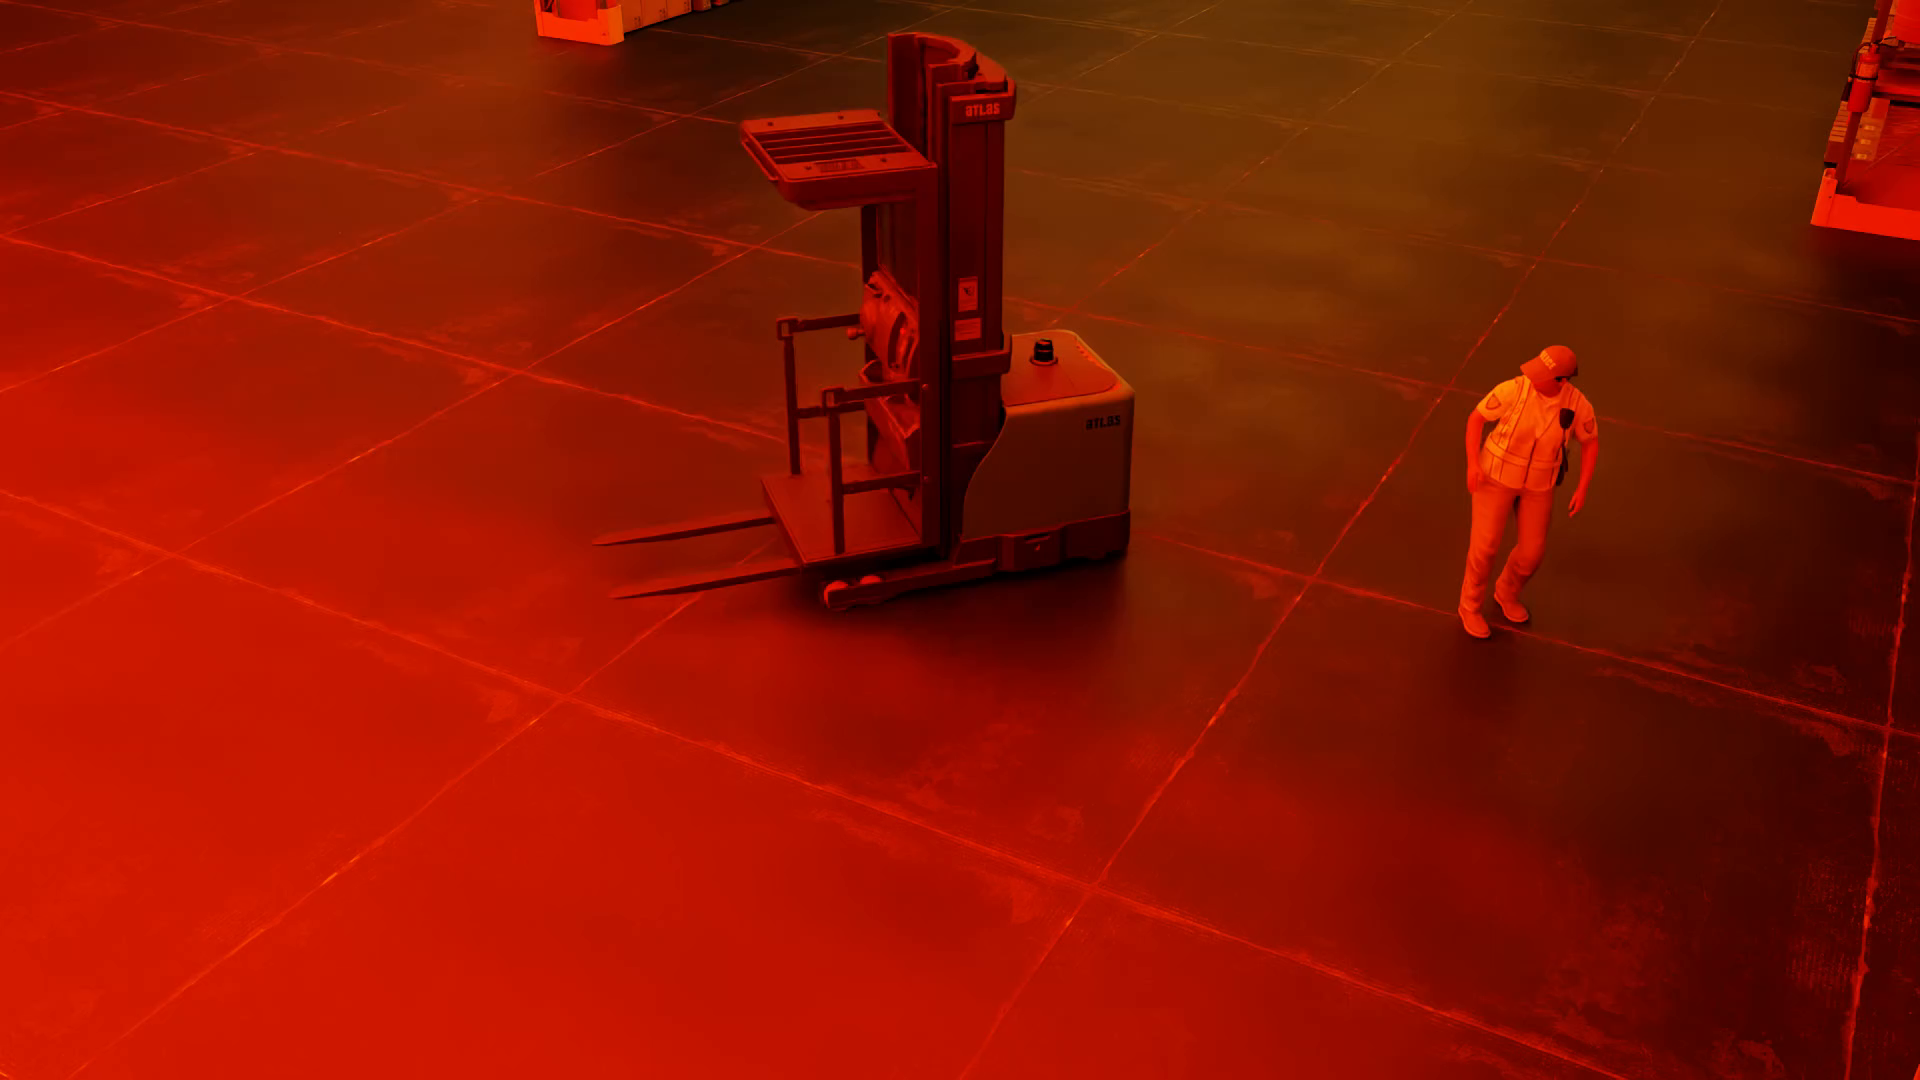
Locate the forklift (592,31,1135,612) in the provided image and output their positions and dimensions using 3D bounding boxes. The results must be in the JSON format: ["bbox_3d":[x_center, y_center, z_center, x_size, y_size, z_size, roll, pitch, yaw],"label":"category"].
[{"bbox_3d":[-0.576,-1.167,9.092,3.031,2.935,1.130,-10,31,-16],"label":"forklift"}]

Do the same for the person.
[{"bbox_3d":[3.027,-0.280,8.857,0.673,1.641,0.512,2,30,4],"label":"person"}]
